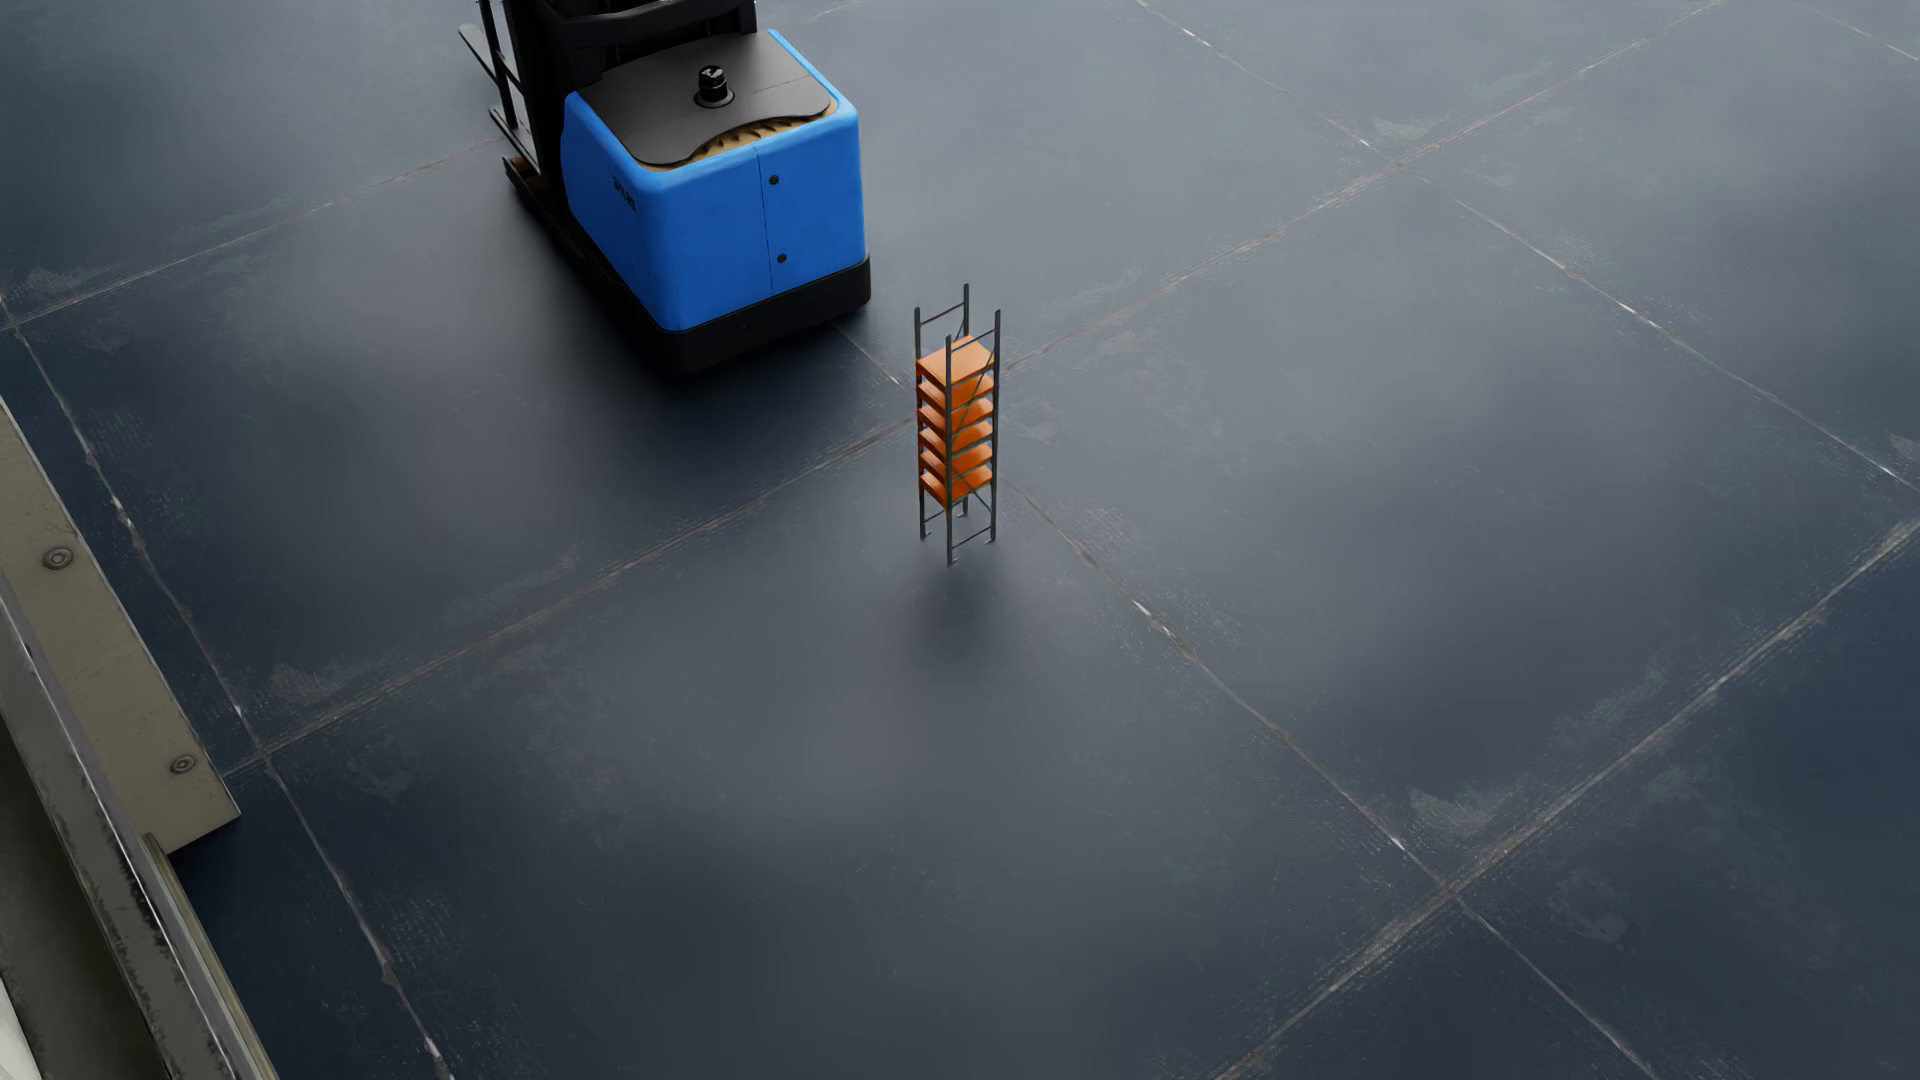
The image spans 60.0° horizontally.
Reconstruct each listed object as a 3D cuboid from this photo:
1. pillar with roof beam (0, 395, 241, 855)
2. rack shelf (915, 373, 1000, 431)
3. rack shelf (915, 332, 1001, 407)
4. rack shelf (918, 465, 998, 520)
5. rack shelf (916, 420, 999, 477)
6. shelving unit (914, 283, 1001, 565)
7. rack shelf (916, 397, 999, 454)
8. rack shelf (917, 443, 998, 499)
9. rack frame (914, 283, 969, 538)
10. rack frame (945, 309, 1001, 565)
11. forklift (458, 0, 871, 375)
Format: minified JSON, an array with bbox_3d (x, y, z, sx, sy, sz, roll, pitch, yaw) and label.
[{"bbox_3d":[0.648,-4.032,4.330,9.100,9.000,0.400,-29,54,-24],"label":"pillar with roof beam"},{"bbox_3d":[-0.009,-0.543,6.167,0.258,0.103,0.180,-29,54,-24],"label":"rack shelf"},{"bbox_3d":[-0.009,-0.623,6.078,0.258,0.103,0.180,-29,54,-24],"label":"rack shelf"},{"bbox_3d":[-0.009,-0.220,6.523,0.258,0.103,0.180,-29,54,-24],"label":"rack shelf"},{"bbox_3d":[-0.009,-0.382,6.345,0.258,0.103,0.180,-29,54,-24],"label":"rack shelf"},{"bbox_3d":[-0.009,-0.412,6.312,0.258,1.200,0.189,-29,54,-24],"label":"shelving unit"},{"bbox_3d":[-0.009,-0.462,6.256,0.258,0.103,0.180,-29,54,-24],"label":"rack shelf"},{"bbox_3d":[-0.009,-0.301,6.434,0.258,0.103,0.180,-29,54,-24],"label":"rack shelf"},{"bbox_3d":[-0.064,-0.465,6.361,0.240,1.200,0.006,-29,54,-24],"label":"rack frame"},{"bbox_3d":[0.047,-0.358,6.263,0.240,1.200,0.006,-29,54,-24],"label":"rack frame"},{"bbox_3d":[-1.617,-2.788,7.298,1.130,2.935,3.031,-25,52,-21],"label":"forklift"}]
